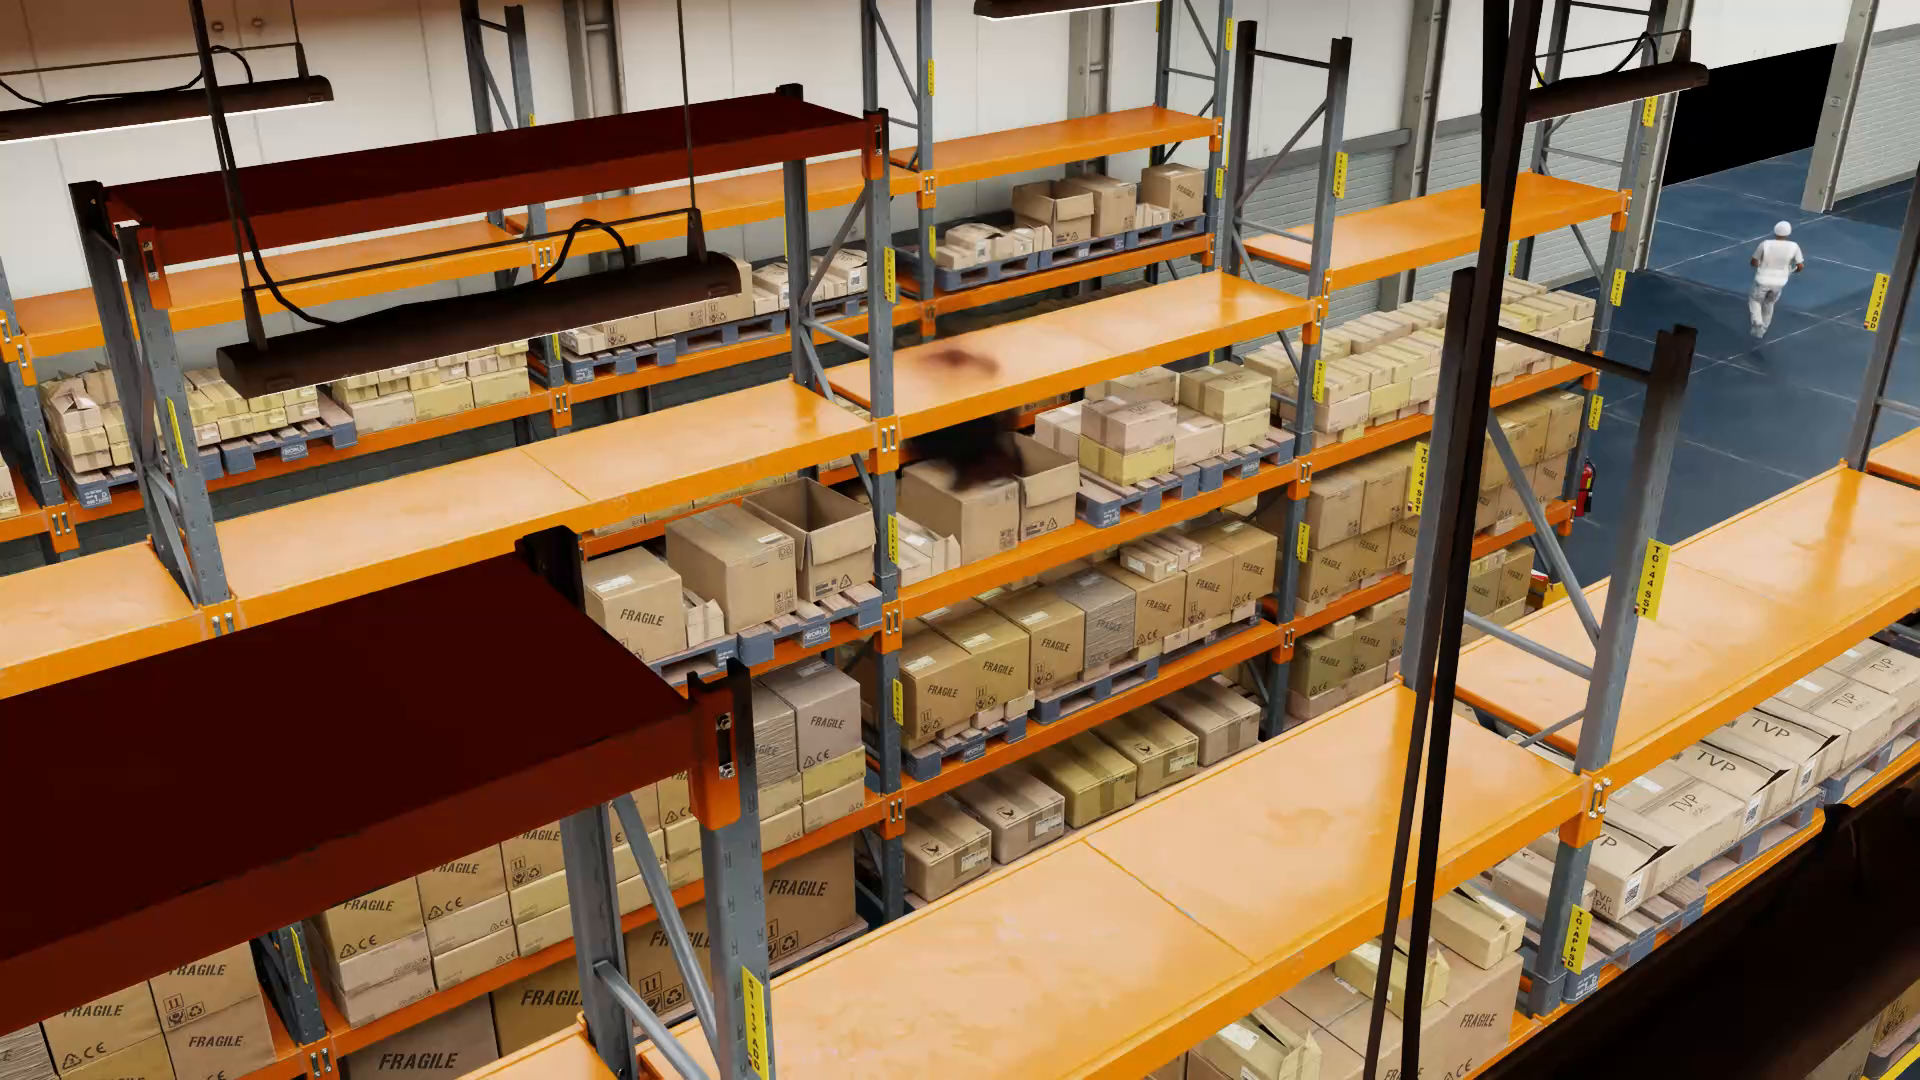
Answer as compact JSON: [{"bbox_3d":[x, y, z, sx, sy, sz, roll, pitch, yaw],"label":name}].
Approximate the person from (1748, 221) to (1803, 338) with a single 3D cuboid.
[{"bbox_3d":[11.552,-3.685,23.667,0.685,1.735,0.675,7,27,14],"label":"person"}]
